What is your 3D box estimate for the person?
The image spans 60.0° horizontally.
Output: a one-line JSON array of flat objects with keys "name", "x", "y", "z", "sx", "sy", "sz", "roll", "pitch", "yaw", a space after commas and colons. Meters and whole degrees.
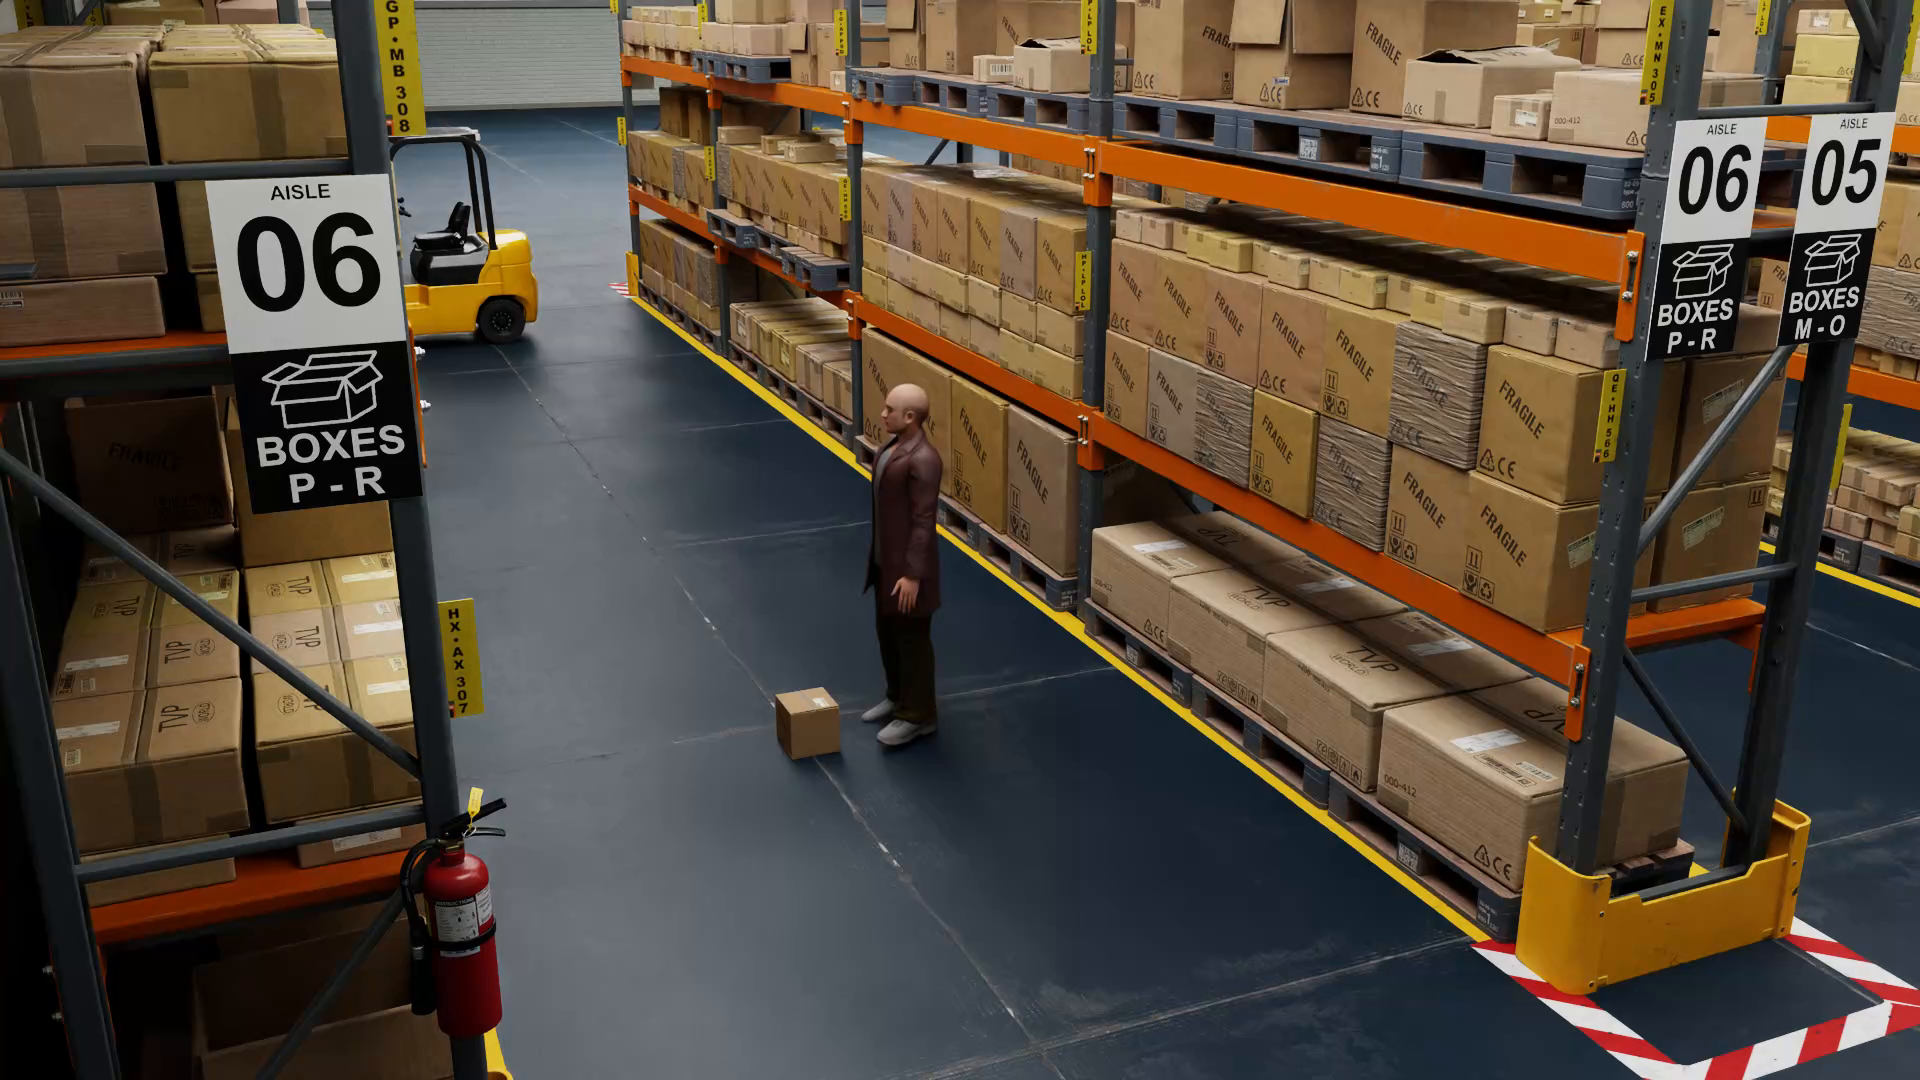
[{"name": "person", "x": -0.290, "y": 0.128, "z": 8.192, "sx": 0.411, "sy": 1.818, "sz": 0.640, "roll": -8, "pitch": 20, "yaw": -21}]
